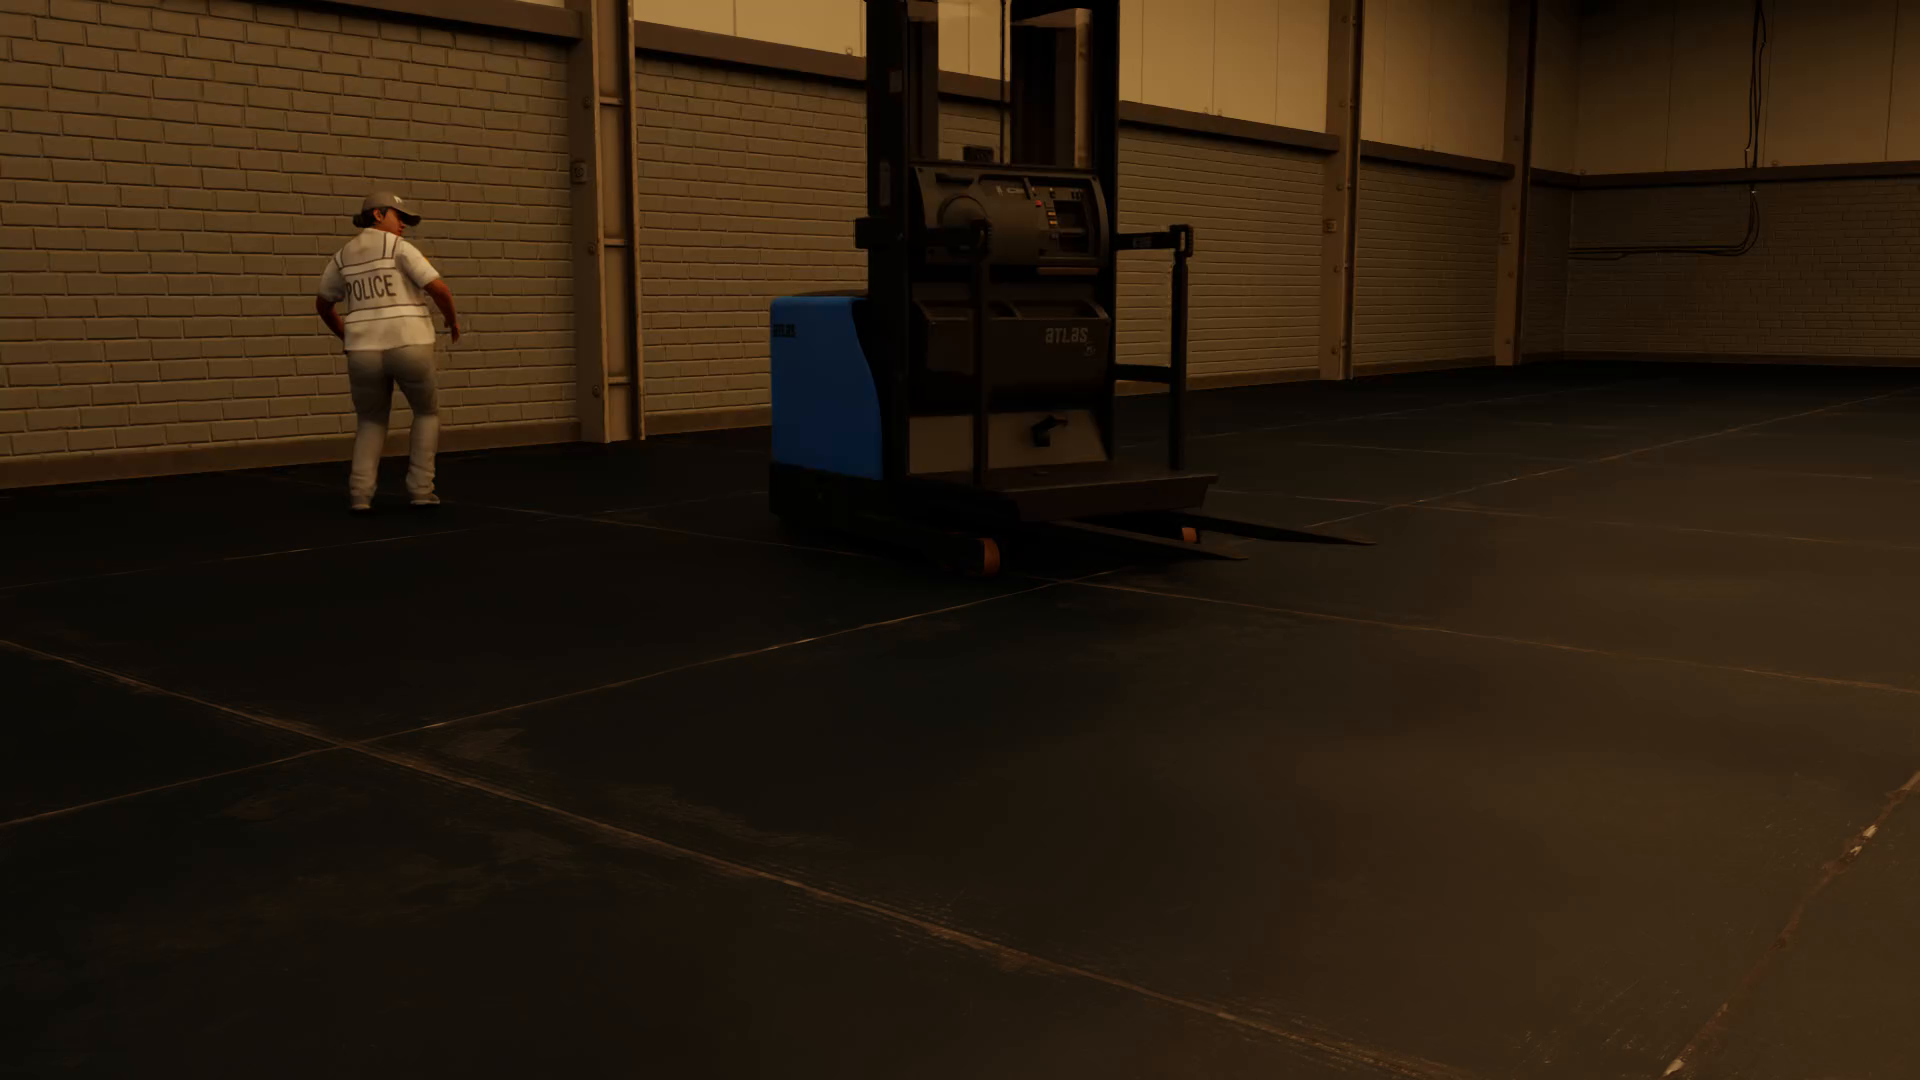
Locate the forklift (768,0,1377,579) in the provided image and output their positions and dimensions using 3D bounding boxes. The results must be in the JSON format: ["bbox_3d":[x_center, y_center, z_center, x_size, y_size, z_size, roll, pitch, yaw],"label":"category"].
[{"bbox_3d":[0.341,-1.377,6.692,1.130,2.935,3.031,-6,10,-33],"label":"forklift"}]

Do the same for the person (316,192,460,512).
[{"bbox_3d":[-2.880,-0.932,8.382,0.720,1.619,0.597,0,8,3],"label":"person"}]
